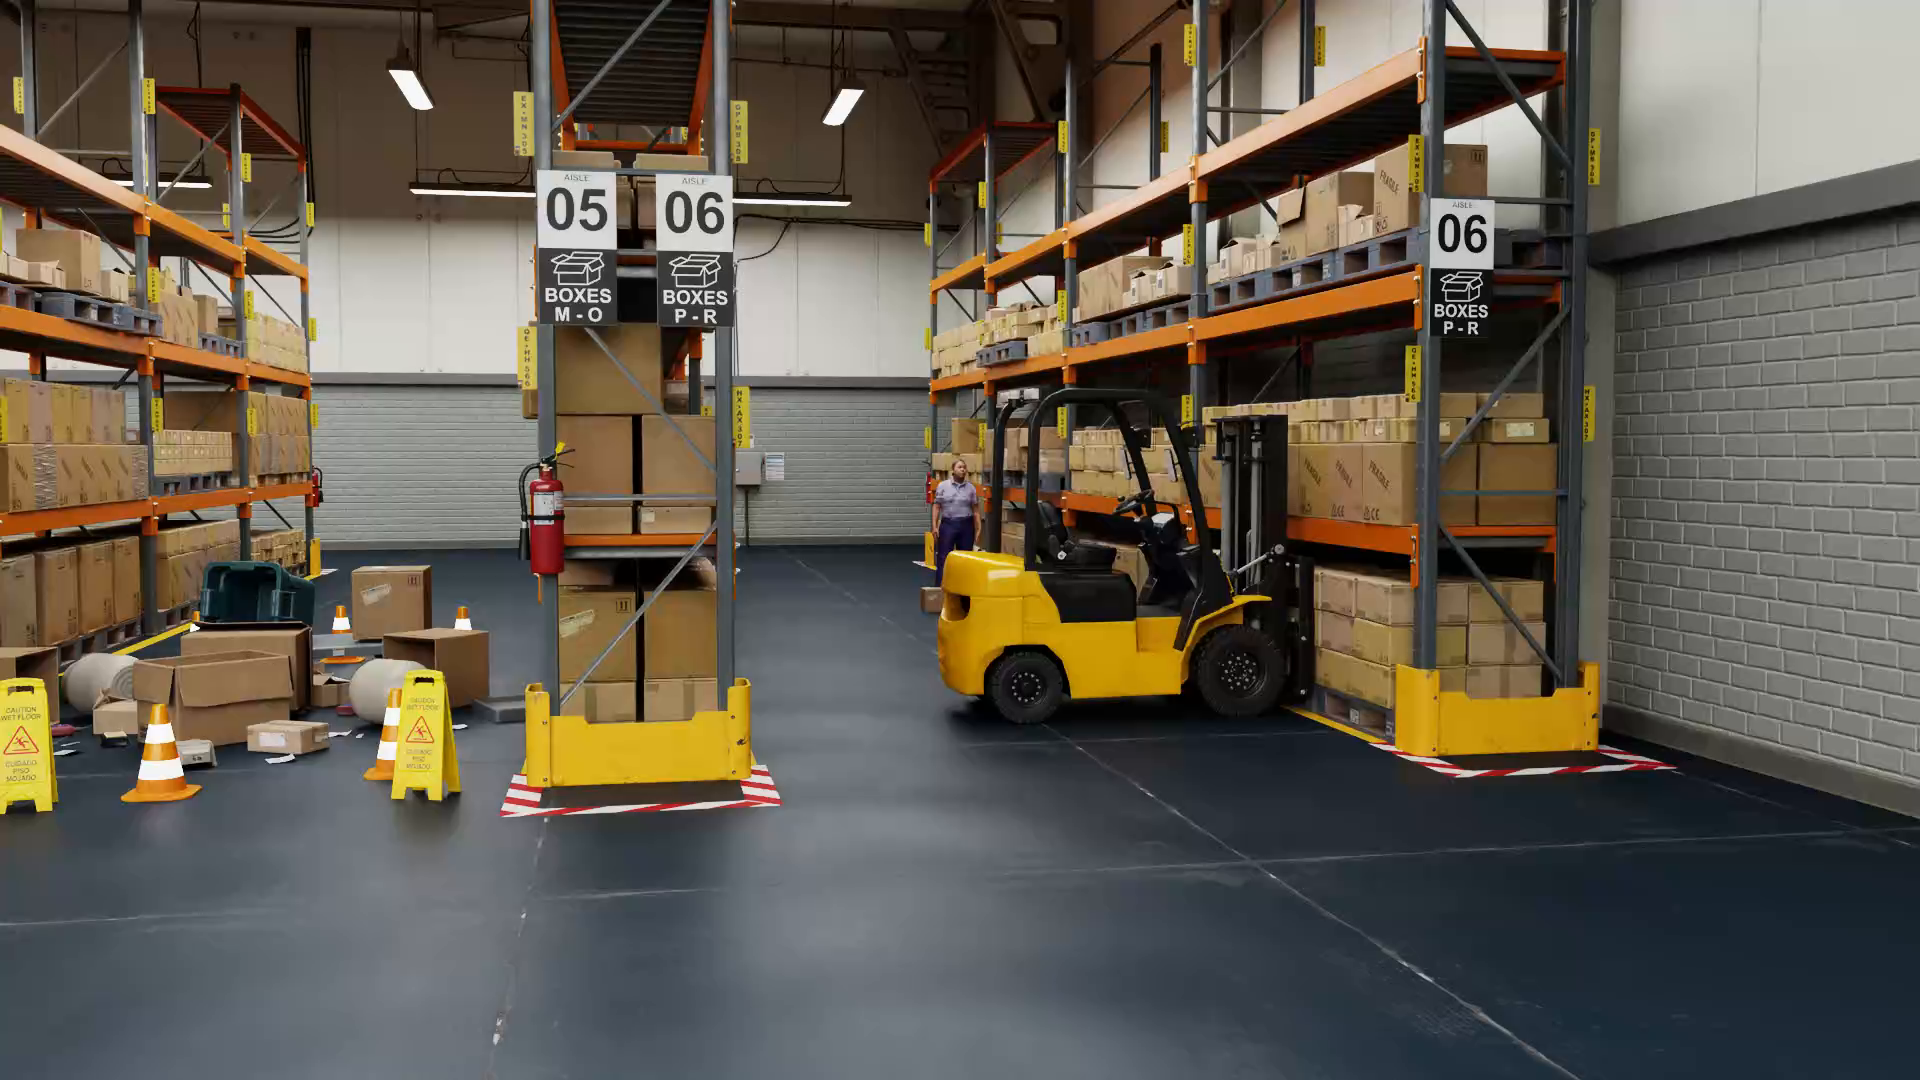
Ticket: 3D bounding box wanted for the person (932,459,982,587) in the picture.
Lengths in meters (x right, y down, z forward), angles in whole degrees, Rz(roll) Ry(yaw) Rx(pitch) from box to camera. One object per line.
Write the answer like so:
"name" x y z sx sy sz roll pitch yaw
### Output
"person" -0.037 -0.067 18.312 0.599 1.651 0.504 -1 3 -11
